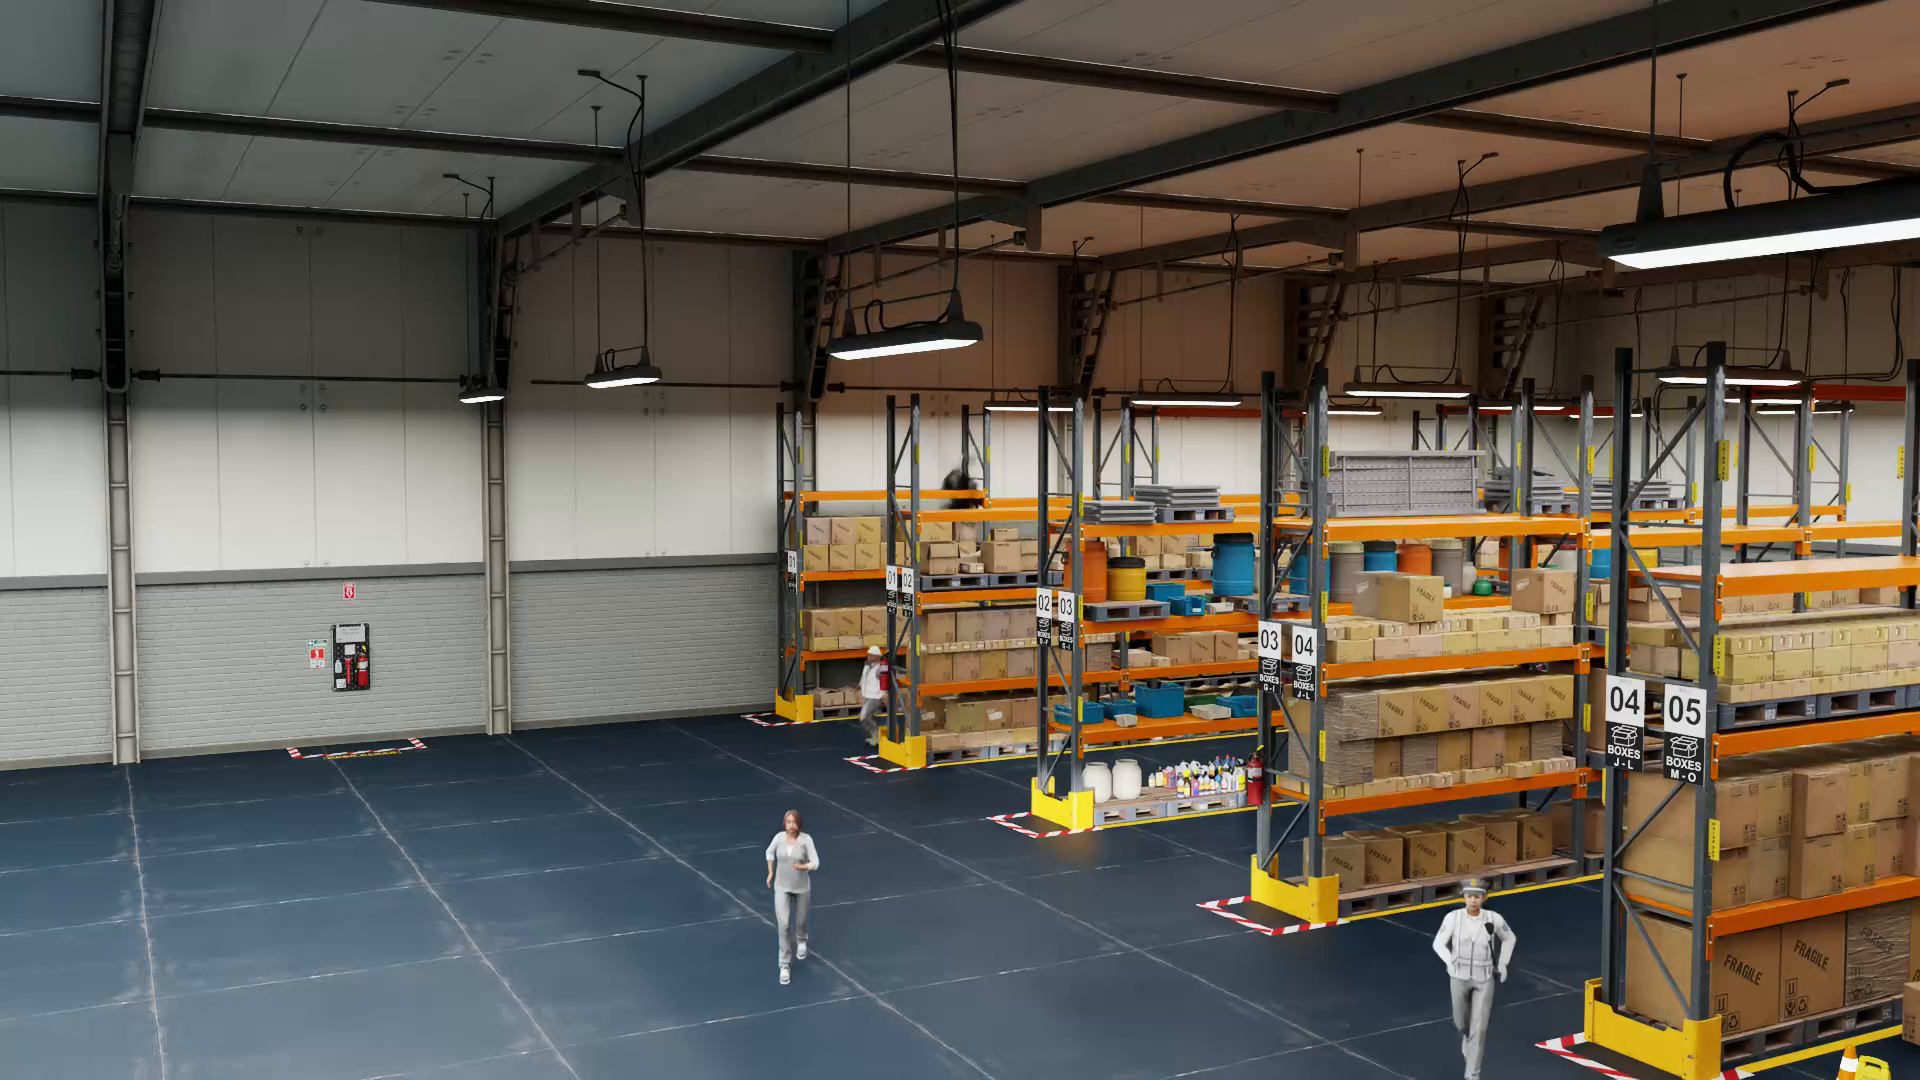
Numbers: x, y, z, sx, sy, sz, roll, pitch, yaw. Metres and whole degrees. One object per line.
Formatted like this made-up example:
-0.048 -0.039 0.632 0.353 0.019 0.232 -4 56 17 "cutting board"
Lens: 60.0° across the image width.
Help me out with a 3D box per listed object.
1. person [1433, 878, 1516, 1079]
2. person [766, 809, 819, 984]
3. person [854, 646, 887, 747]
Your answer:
4.155 3.554 13.458 0.632 1.694 0.908 1 3 22 "person"
-1.637 3.421 16.237 0.532 1.595 0.880 0 3 -2 "person"
-1.490 2.682 28.523 0.620 1.737 0.714 -3 4 -38 "person"
